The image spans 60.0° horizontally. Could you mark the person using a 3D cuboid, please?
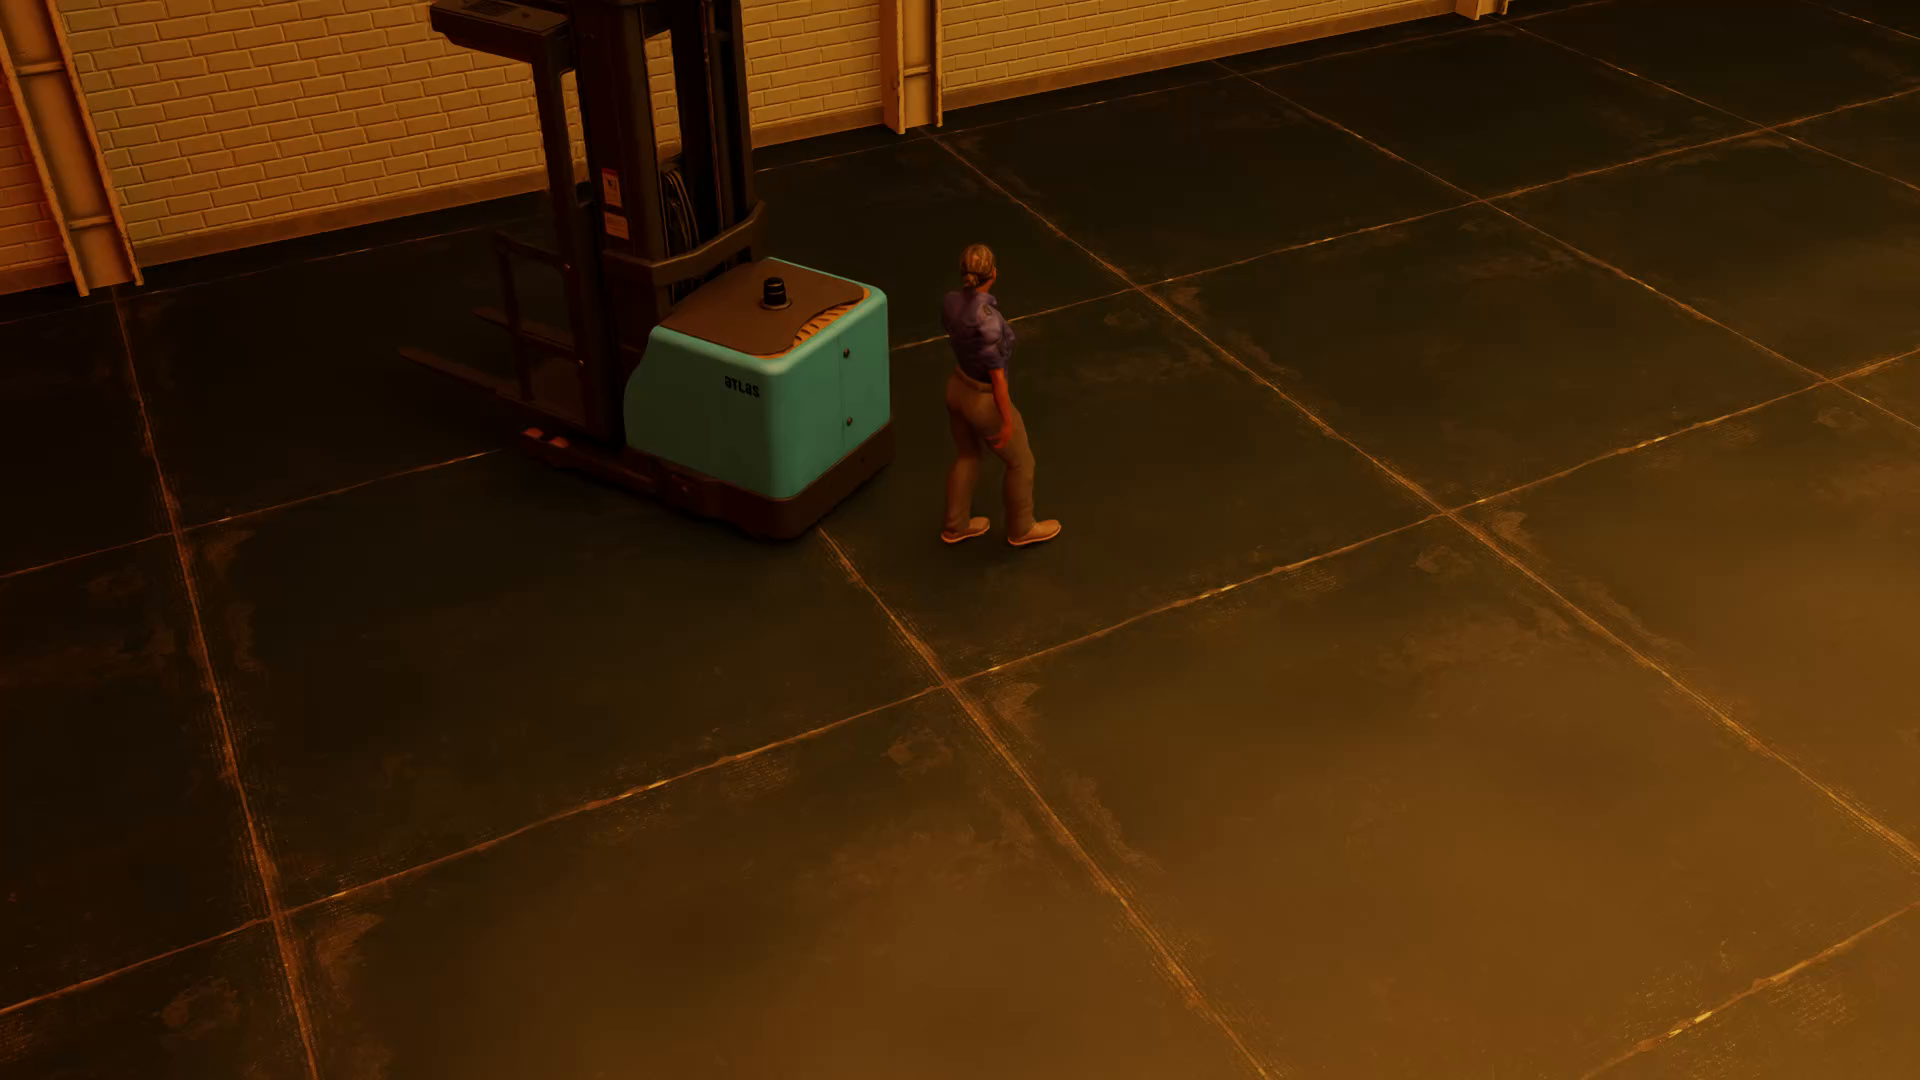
[{"bbox_3d":[0.164,-0.722,8.270,0.563,1.638,0.597,-22,41,-28],"label":"person"}]

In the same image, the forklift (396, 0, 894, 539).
[{"bbox_3d":[-1.887,-1.837,8.722,3.031,2.935,1.130,20,40,26],"label":"forklift"}]
